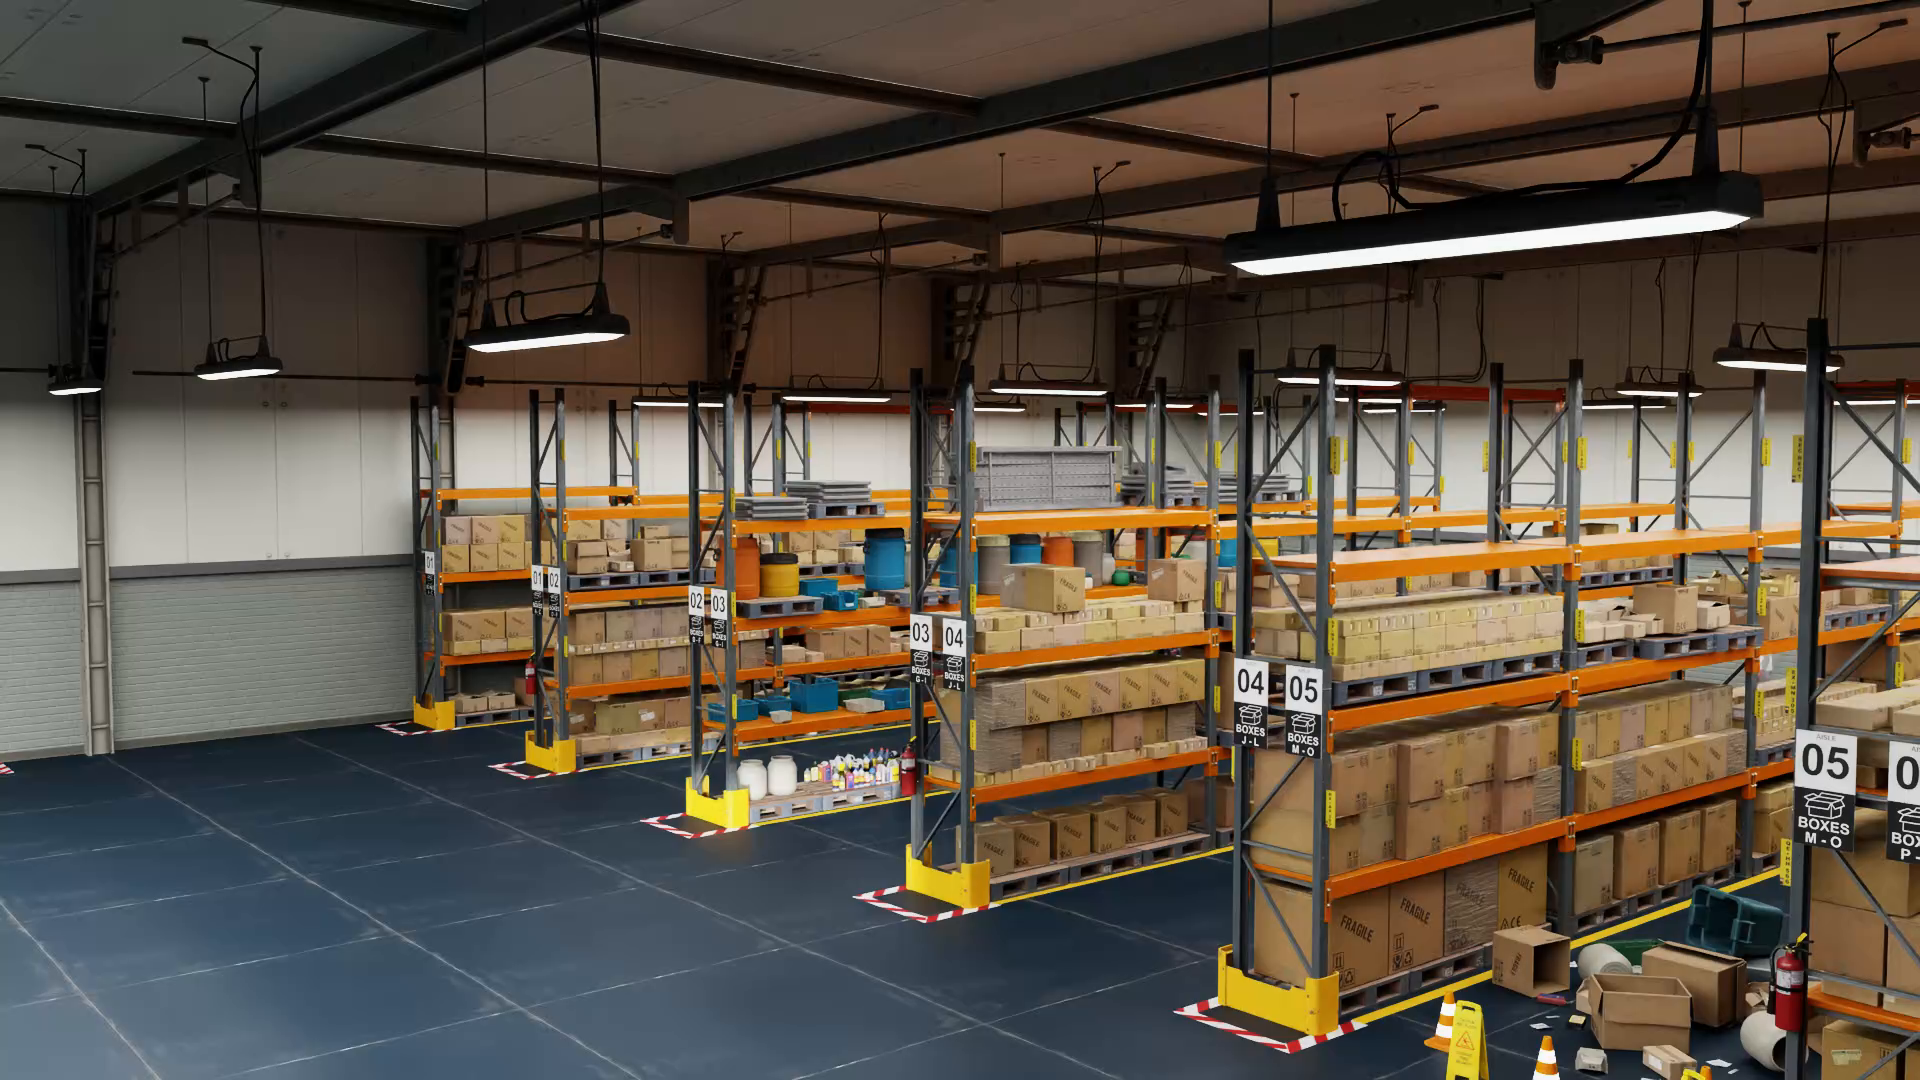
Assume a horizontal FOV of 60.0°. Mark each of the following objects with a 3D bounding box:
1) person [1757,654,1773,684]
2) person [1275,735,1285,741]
[{"bbox_3d":[15.126,2.439,31.331,0.806,1.764,0.550,1,3,12],"label":"person"},{"bbox_3d":[3.843,3.173,19.865,0.430,1.712,0.577,1,3,14],"label":"person"}]
